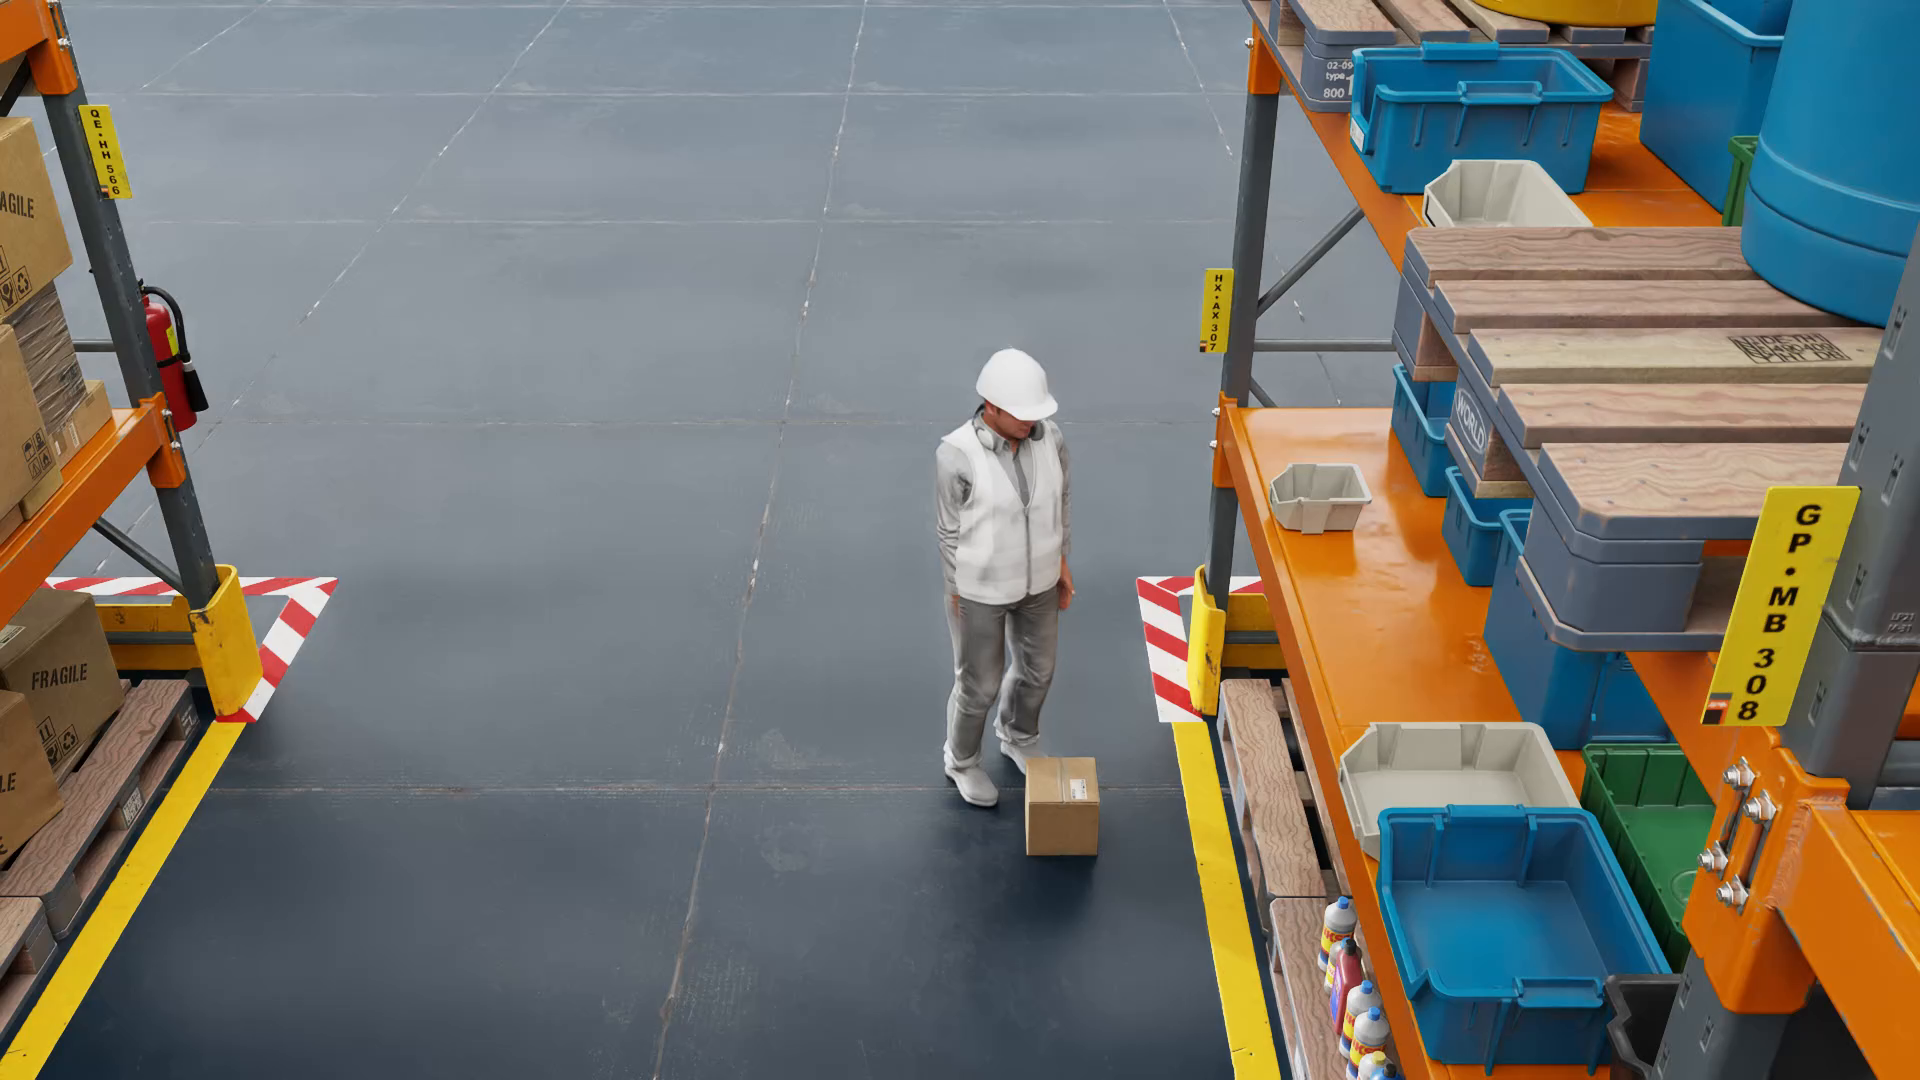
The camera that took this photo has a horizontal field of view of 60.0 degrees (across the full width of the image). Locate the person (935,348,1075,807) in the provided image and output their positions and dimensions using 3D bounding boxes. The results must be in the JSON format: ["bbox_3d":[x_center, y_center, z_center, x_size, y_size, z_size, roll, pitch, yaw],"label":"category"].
[{"bbox_3d":[0.167,0.131,5.907,0.534,1.764,0.355,-18,36,-27],"label":"person"}]
